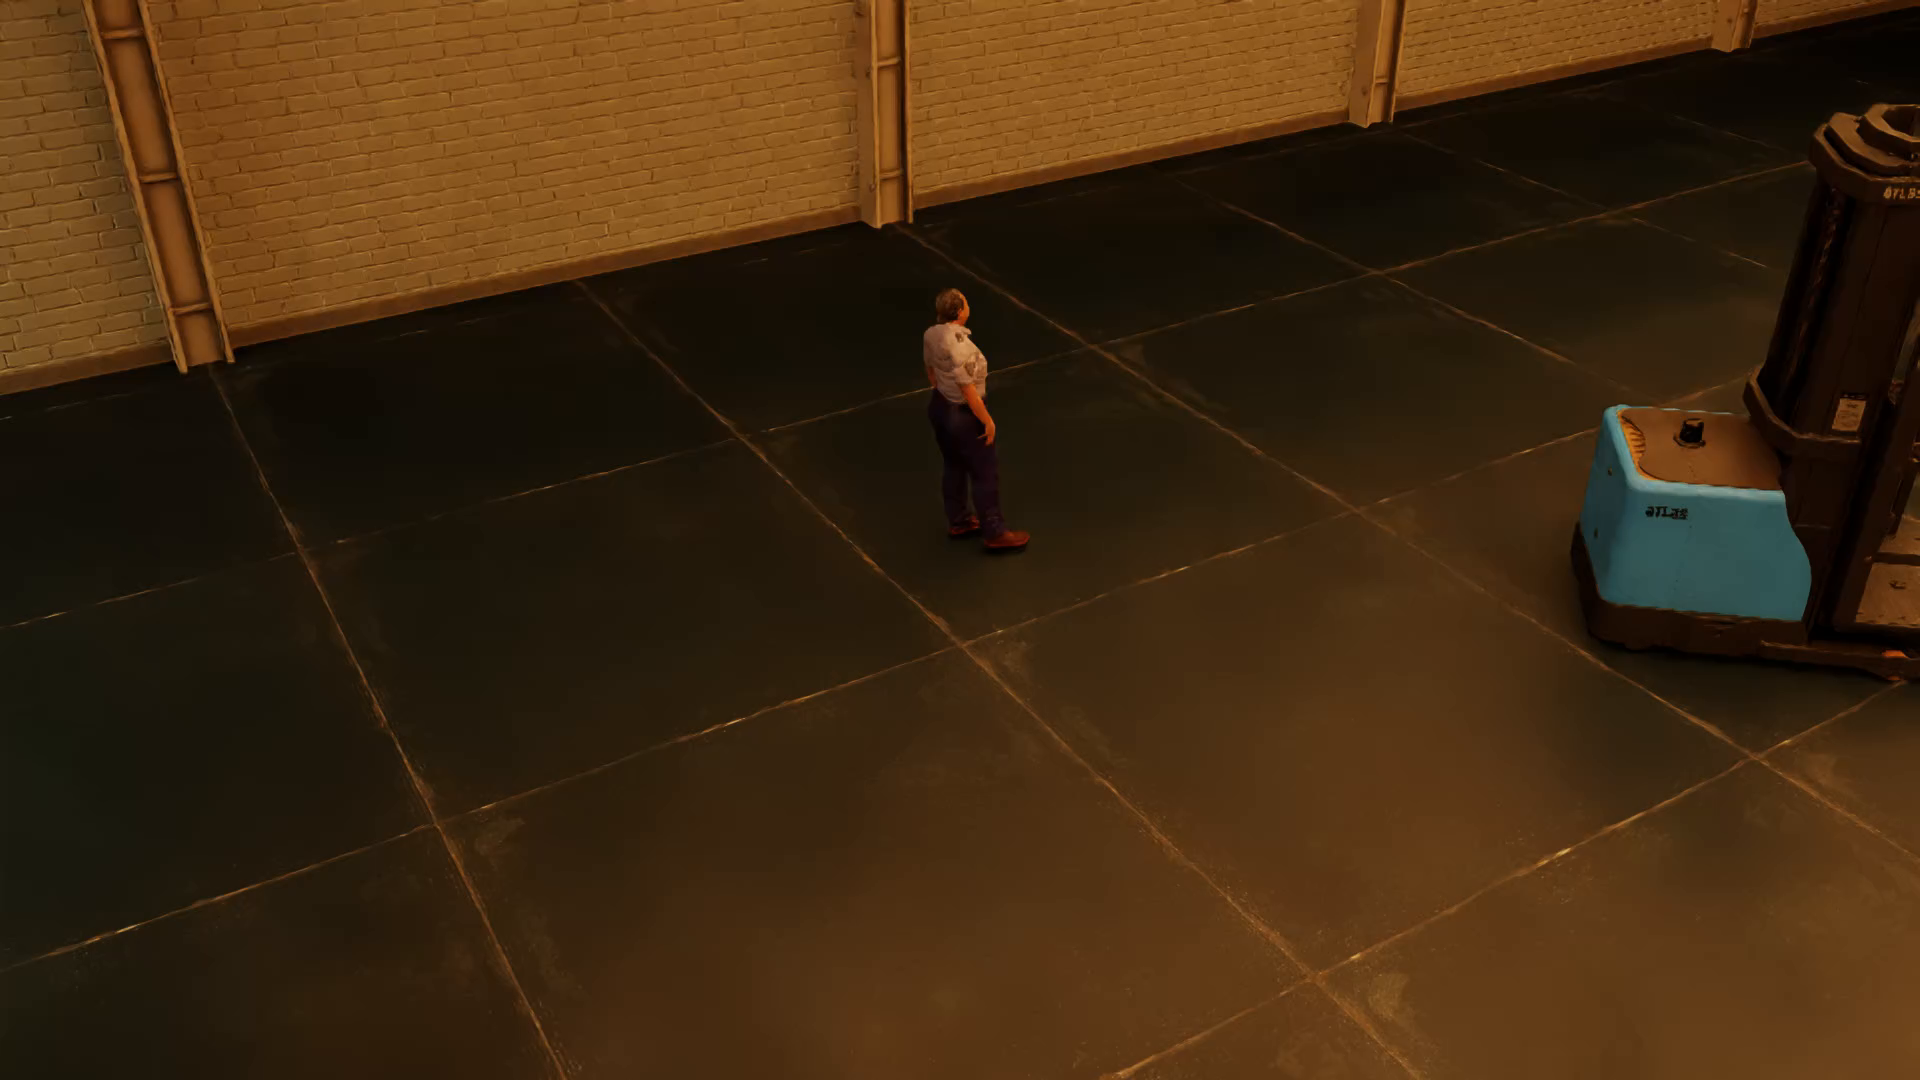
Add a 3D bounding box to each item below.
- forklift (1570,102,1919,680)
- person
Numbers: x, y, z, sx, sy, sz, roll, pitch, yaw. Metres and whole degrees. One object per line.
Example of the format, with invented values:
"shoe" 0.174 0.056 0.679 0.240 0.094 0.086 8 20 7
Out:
"forklift" 5.165 -0.760 8.916 3.031 2.935 1.130 5 31 9
"person" 0.088 -0.761 10.076 0.503 1.650 0.599 -17 35 -26
